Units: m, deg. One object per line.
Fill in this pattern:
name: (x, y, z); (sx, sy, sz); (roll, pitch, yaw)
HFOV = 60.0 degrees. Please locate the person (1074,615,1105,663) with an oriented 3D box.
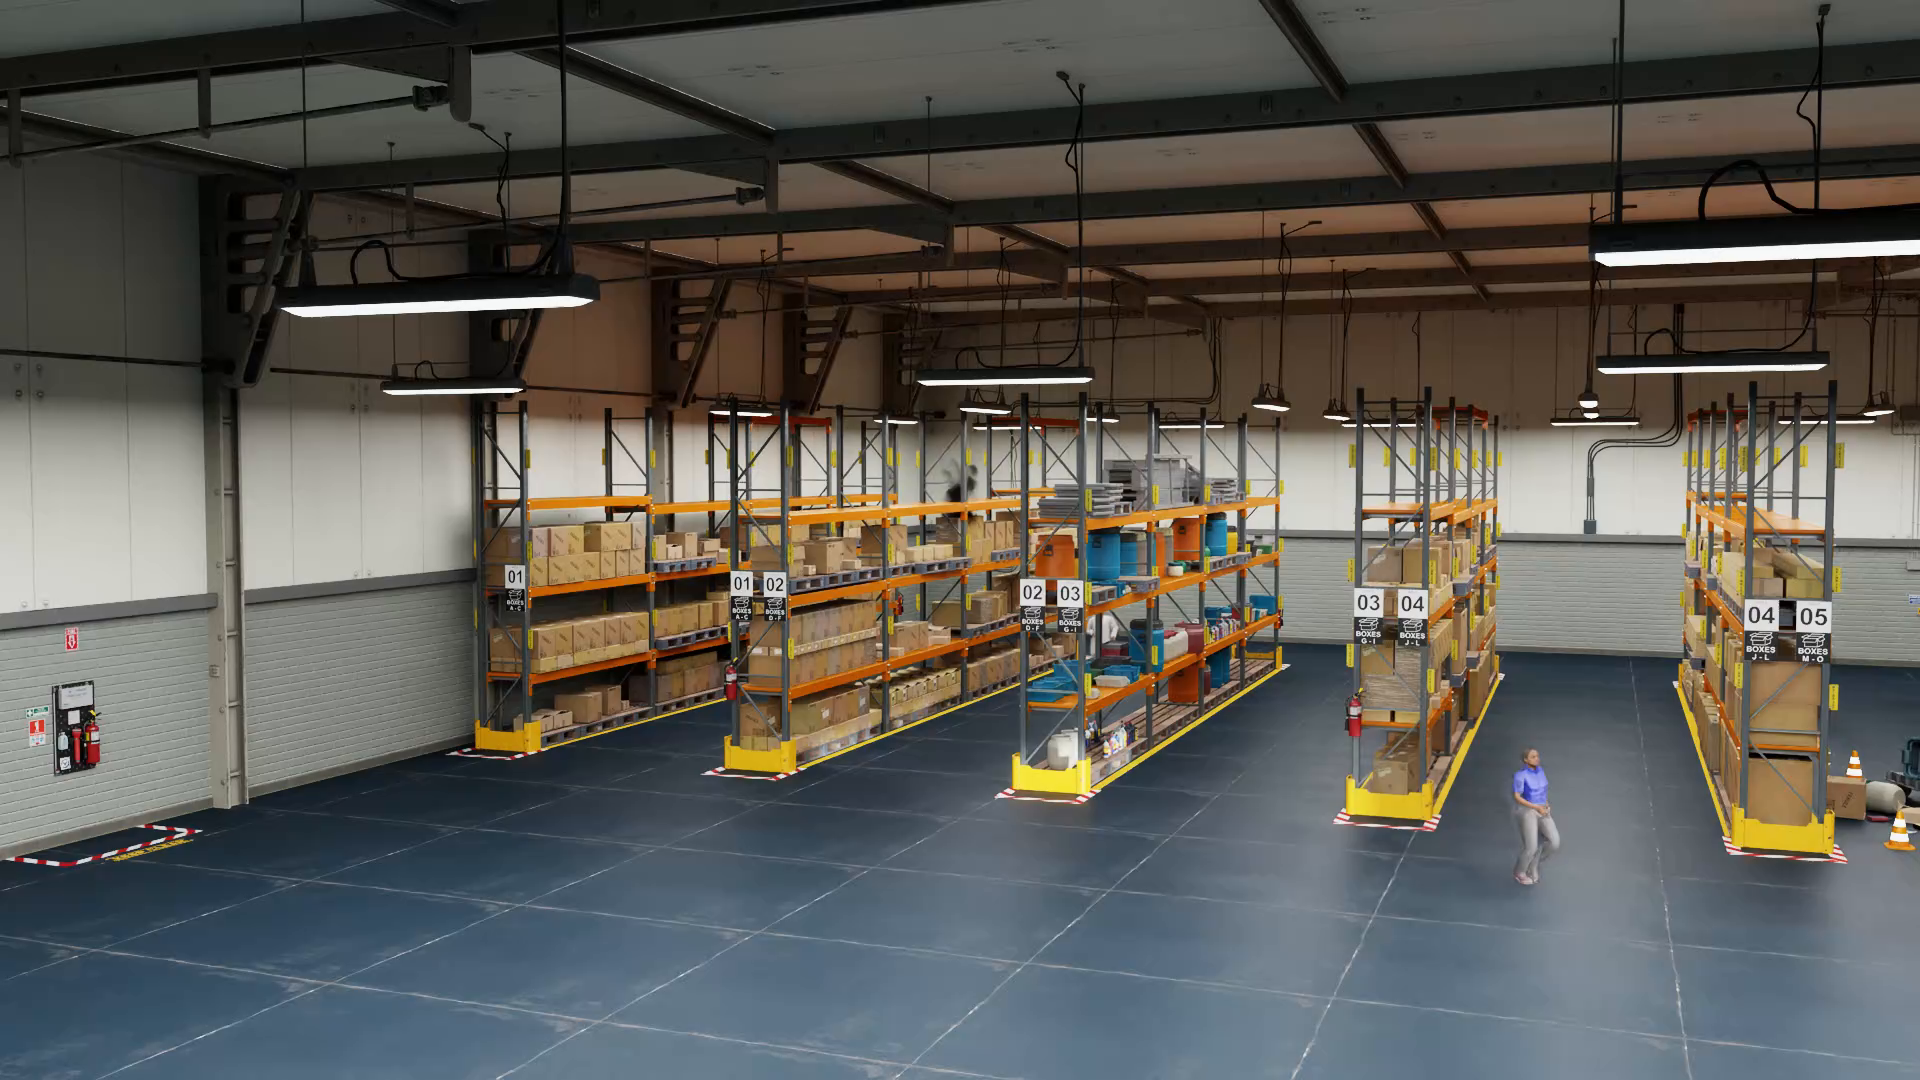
person: (2.769, 2.339, 35.728); (0.703, 1.765, 1.063); (1, 3, 12)

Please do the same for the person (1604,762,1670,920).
person: (7.453, 3.267, 18.325); (0.581, 1.636, 0.934); (-2, 3, -29)
